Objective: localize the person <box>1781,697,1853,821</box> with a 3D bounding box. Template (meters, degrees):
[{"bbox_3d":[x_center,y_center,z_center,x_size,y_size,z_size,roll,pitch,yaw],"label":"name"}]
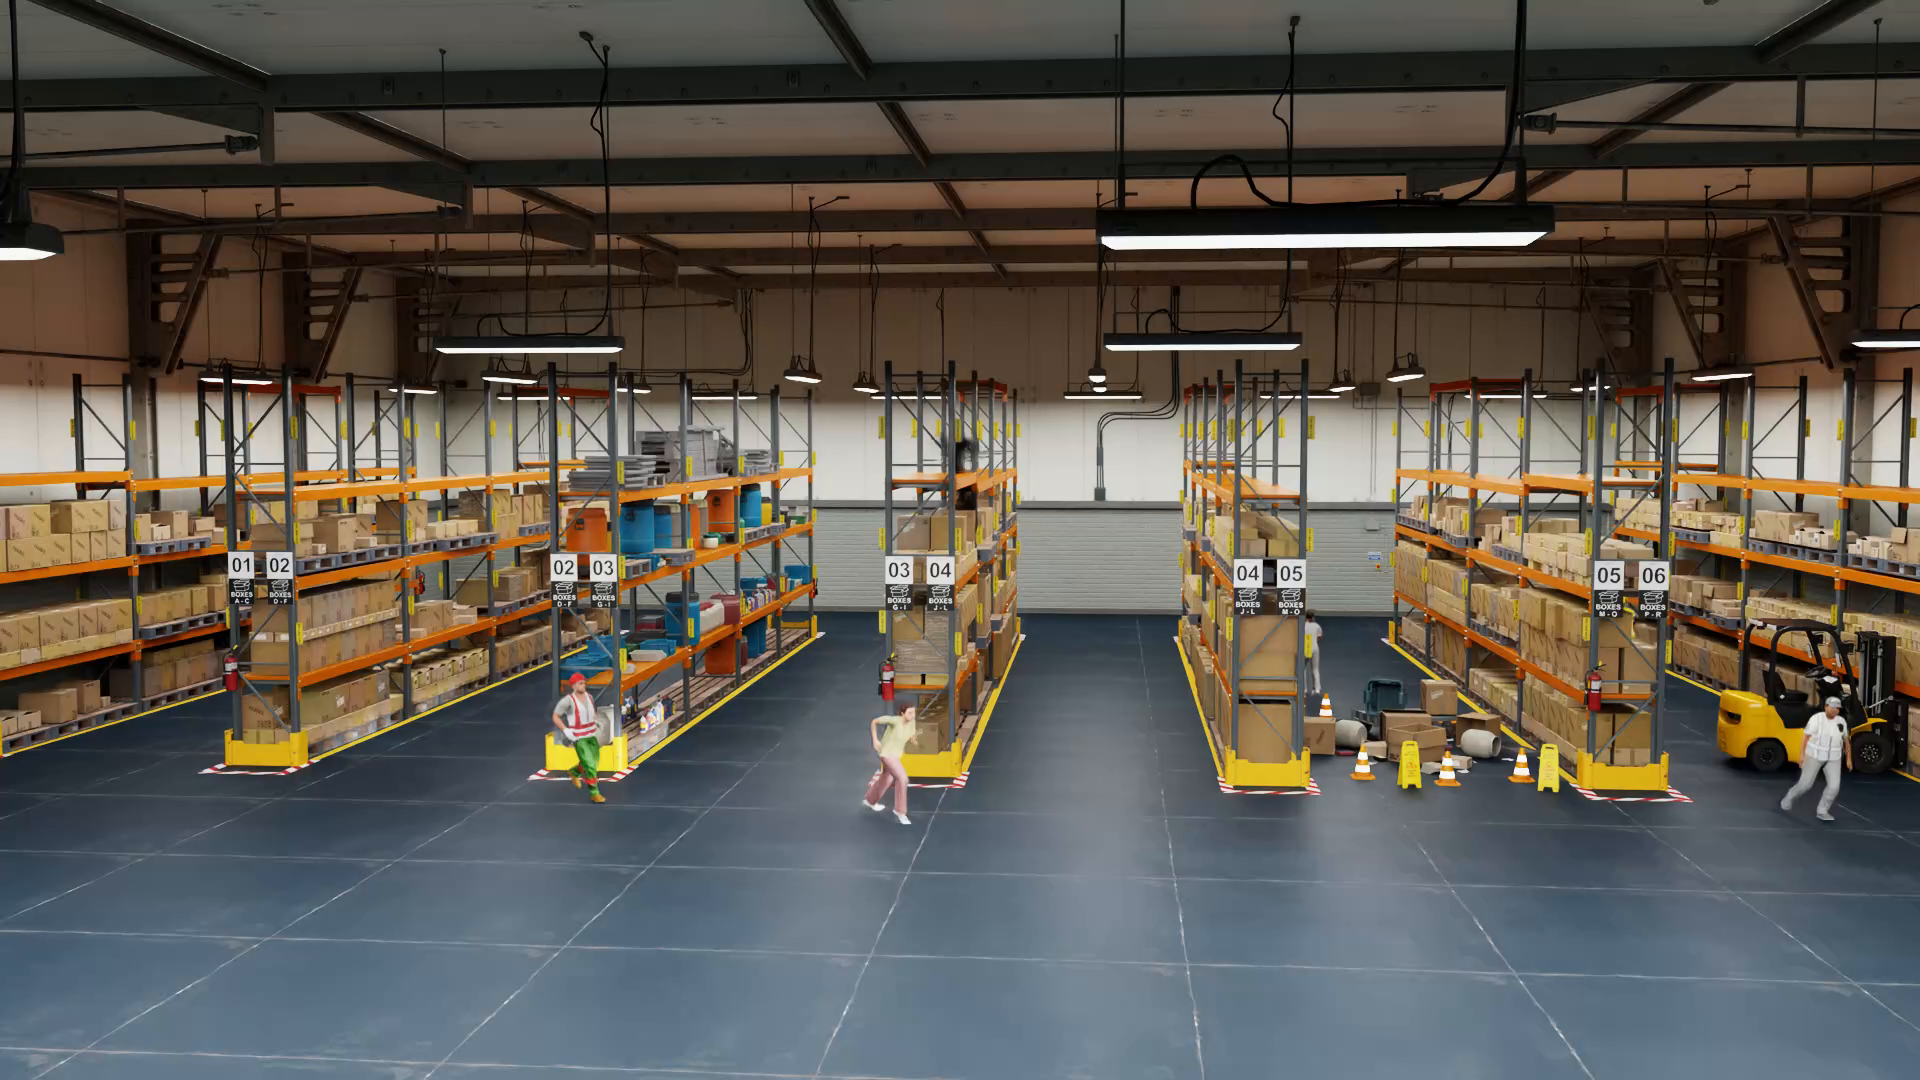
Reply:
[{"bbox_3d":[11.061,2.791,21.443,0.698,1.602,0.672,0,4,4],"label":"person"}]

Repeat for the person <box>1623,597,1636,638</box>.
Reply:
[{"bbox_3d":[13.171,1.968,33.014,0.714,1.734,0.983,-1,4,-13],"label":"person"}]

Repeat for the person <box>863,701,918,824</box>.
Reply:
[{"bbox_3d":[-0.925,2.835,21.374,0.946,1.618,0.618,4,5,44],"label":"person"}]

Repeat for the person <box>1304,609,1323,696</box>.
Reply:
[{"bbox_3d":[6.558,2.134,31.162,0.565,1.640,0.952,0,4,-1],"label":"person"}]

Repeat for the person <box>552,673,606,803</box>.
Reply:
[{"bbox_3d":[-5.155,2.654,22.422,0.817,1.742,0.654,3,5,36],"label":"person"}]
